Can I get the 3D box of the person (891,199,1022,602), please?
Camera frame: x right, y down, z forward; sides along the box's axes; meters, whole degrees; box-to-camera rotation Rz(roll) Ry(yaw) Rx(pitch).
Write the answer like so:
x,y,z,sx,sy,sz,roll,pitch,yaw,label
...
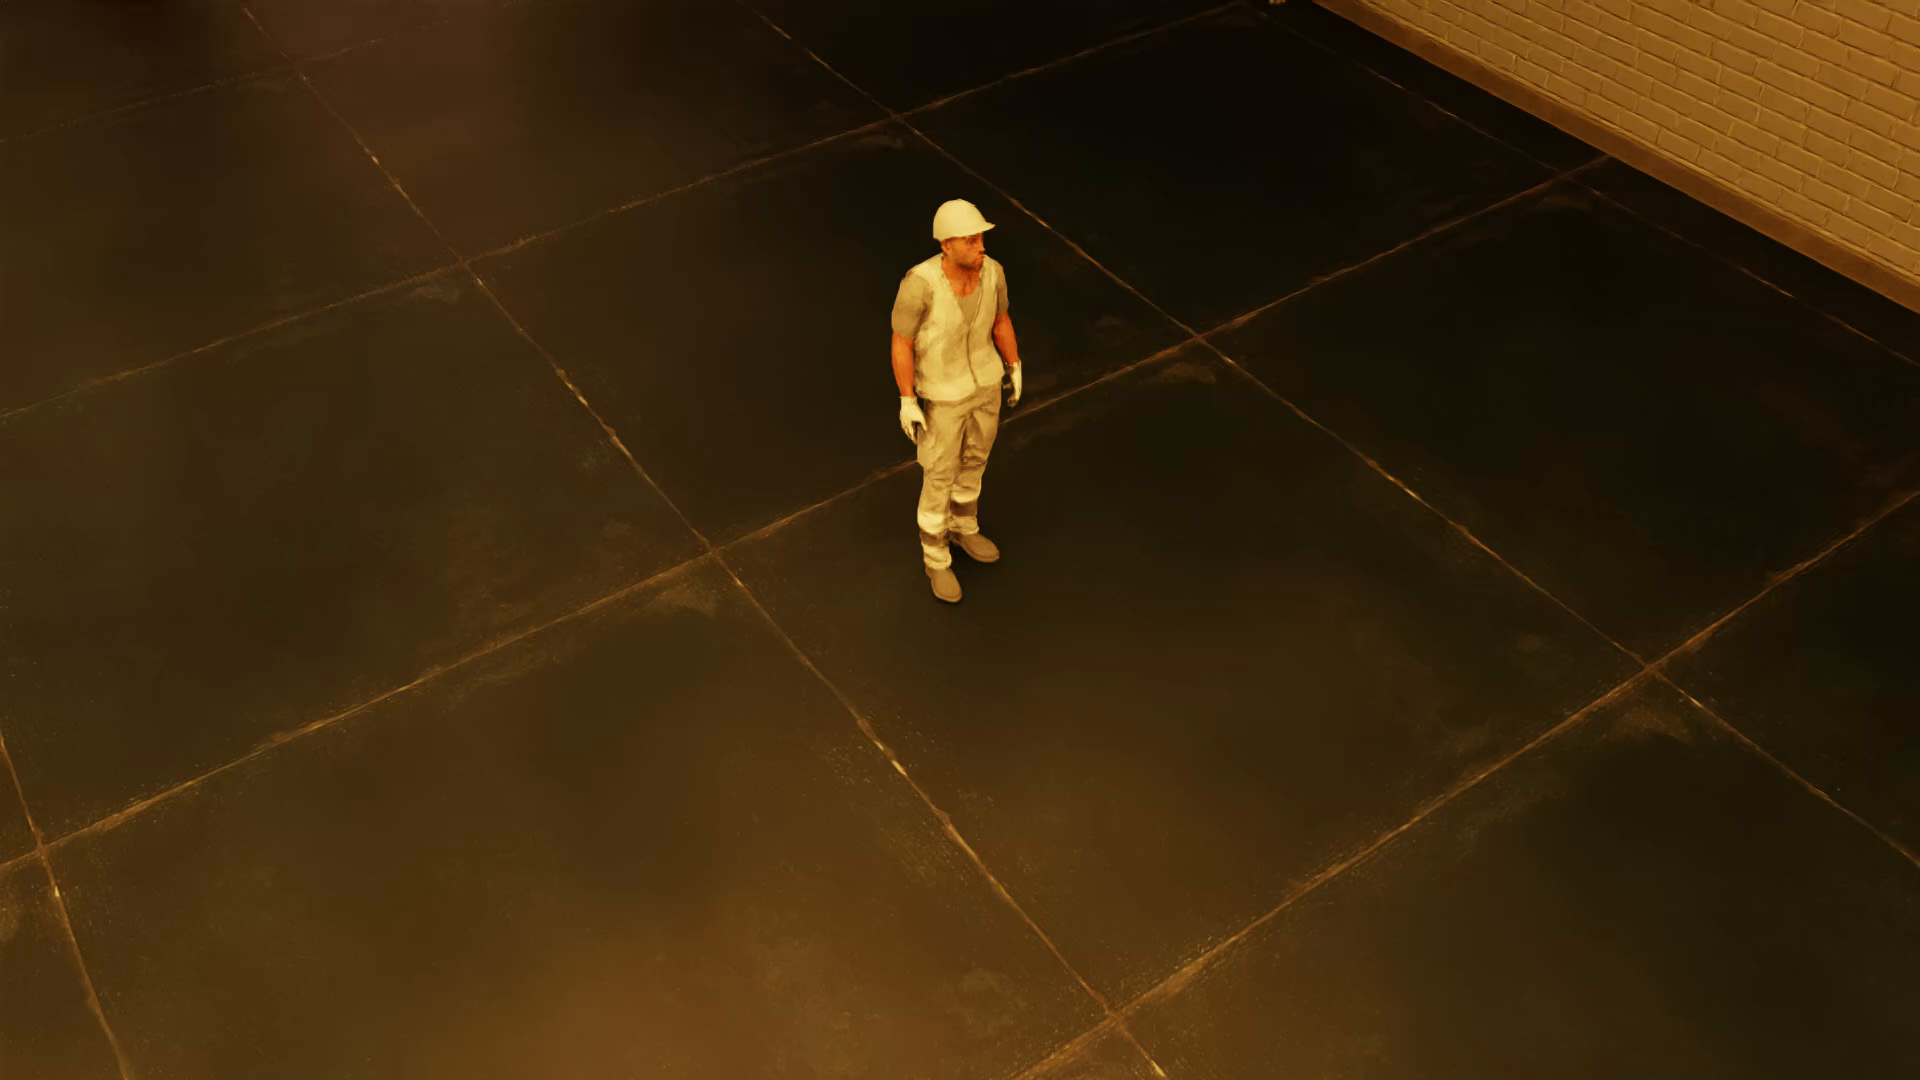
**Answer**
x,y,z,sx,sy,sz,roll,pitch,yaw,label
0.037,-0.614,7.214,0.637,1.787,0.563,-25,48,-25,person
